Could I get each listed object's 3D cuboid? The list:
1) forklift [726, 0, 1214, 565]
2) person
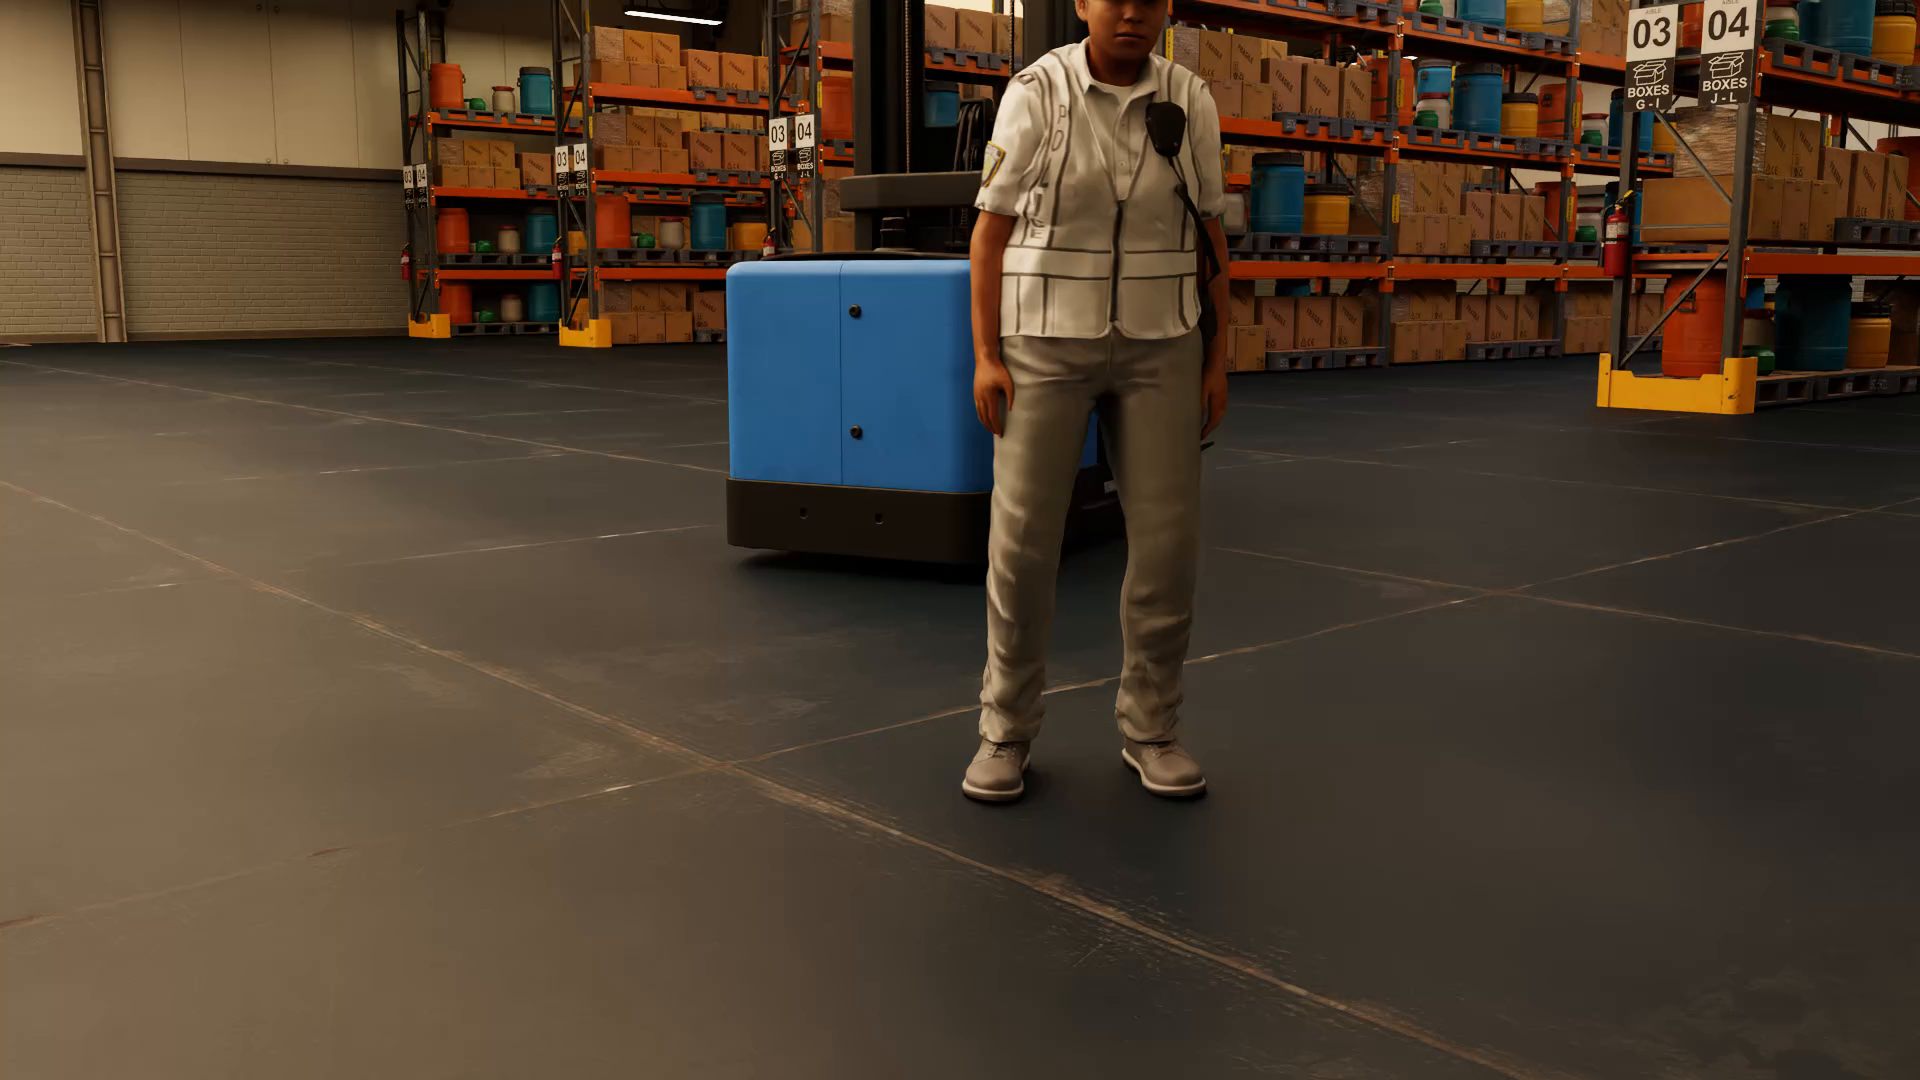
[{"bbox_3d":[0.275,-1.531,6.852,1.130,2.935,3.031,4,10,26],"label":"forklift"},{"bbox_3d":[0.271,-0.335,3.269,0.550,1.664,0.470,-1,9,-6],"label":"person"}]
